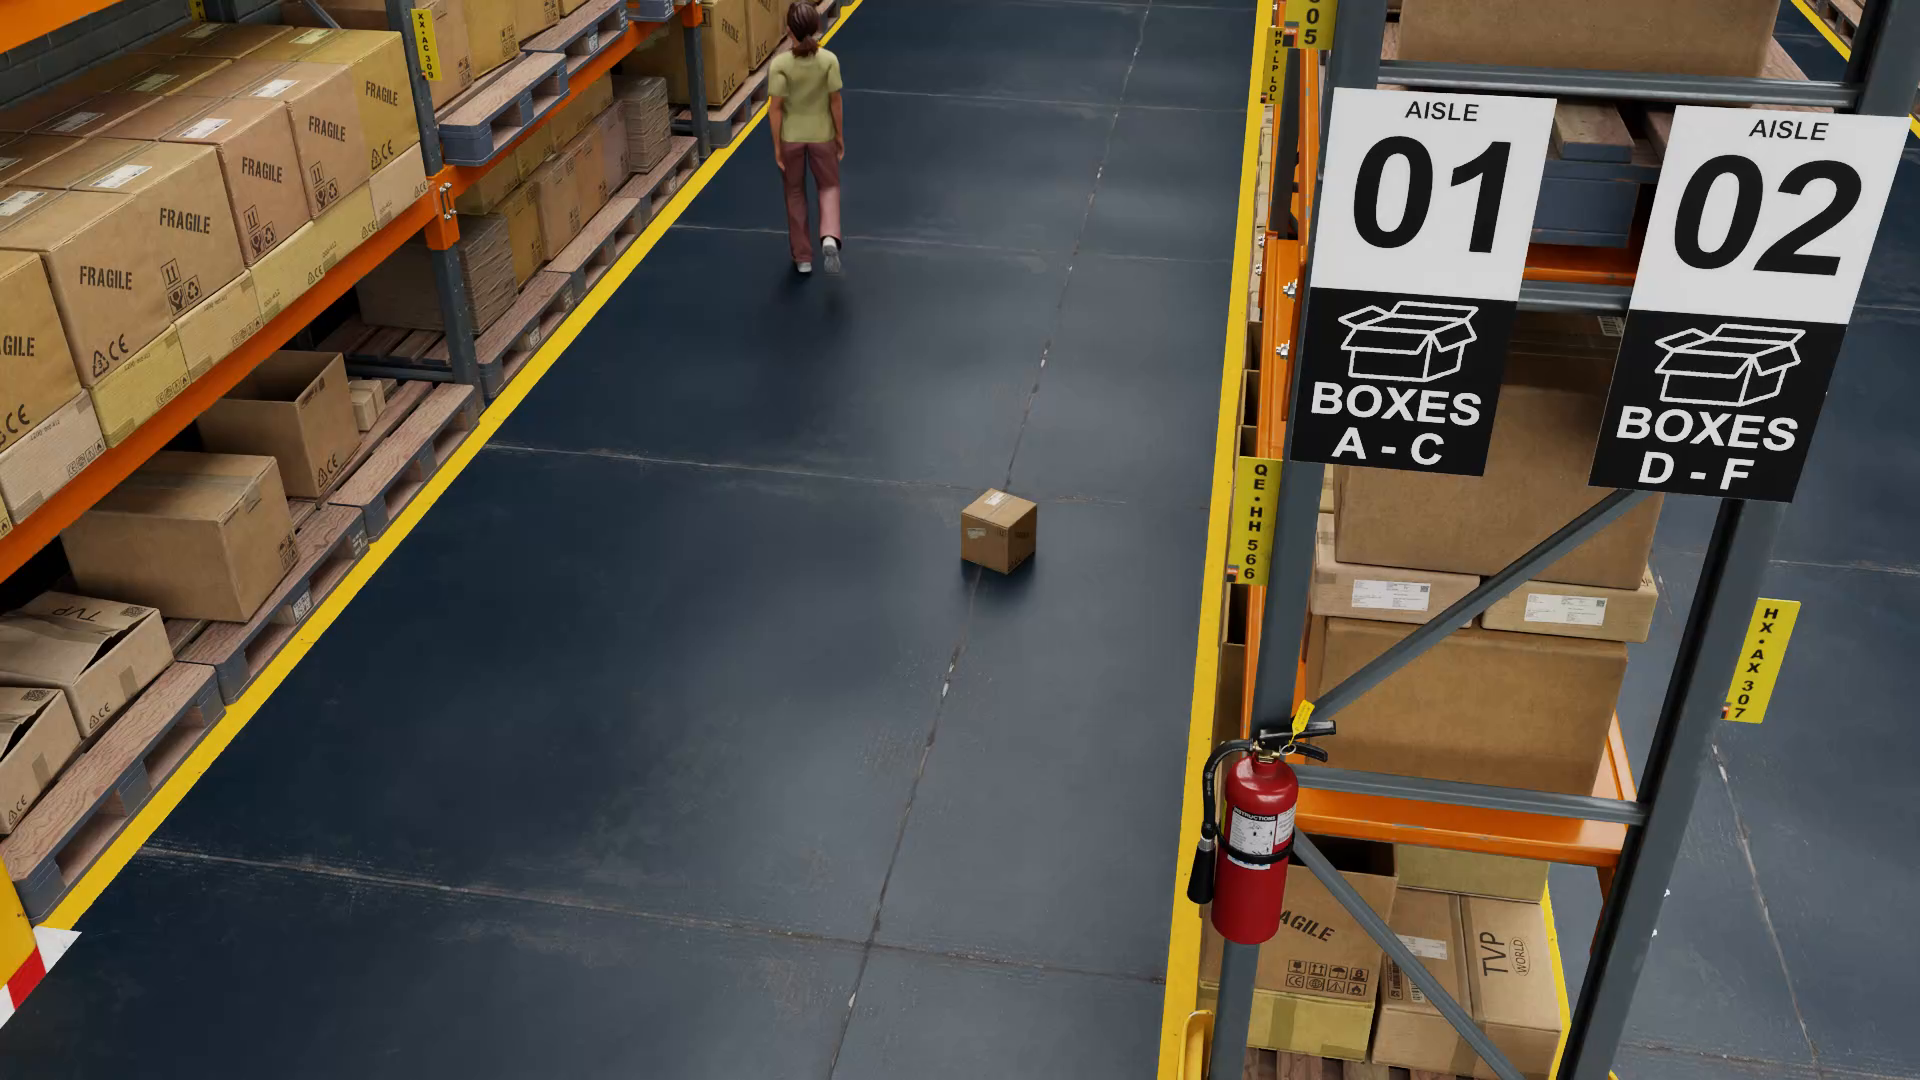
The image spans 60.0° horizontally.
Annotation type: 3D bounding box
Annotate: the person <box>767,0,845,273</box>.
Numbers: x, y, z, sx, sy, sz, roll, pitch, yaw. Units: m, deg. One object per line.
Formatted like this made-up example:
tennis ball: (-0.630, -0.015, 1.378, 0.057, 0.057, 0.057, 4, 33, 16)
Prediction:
person: (-0.896, -2.335, 9.775, 0.443, 1.656, 0.645, -6, 33, -9)
